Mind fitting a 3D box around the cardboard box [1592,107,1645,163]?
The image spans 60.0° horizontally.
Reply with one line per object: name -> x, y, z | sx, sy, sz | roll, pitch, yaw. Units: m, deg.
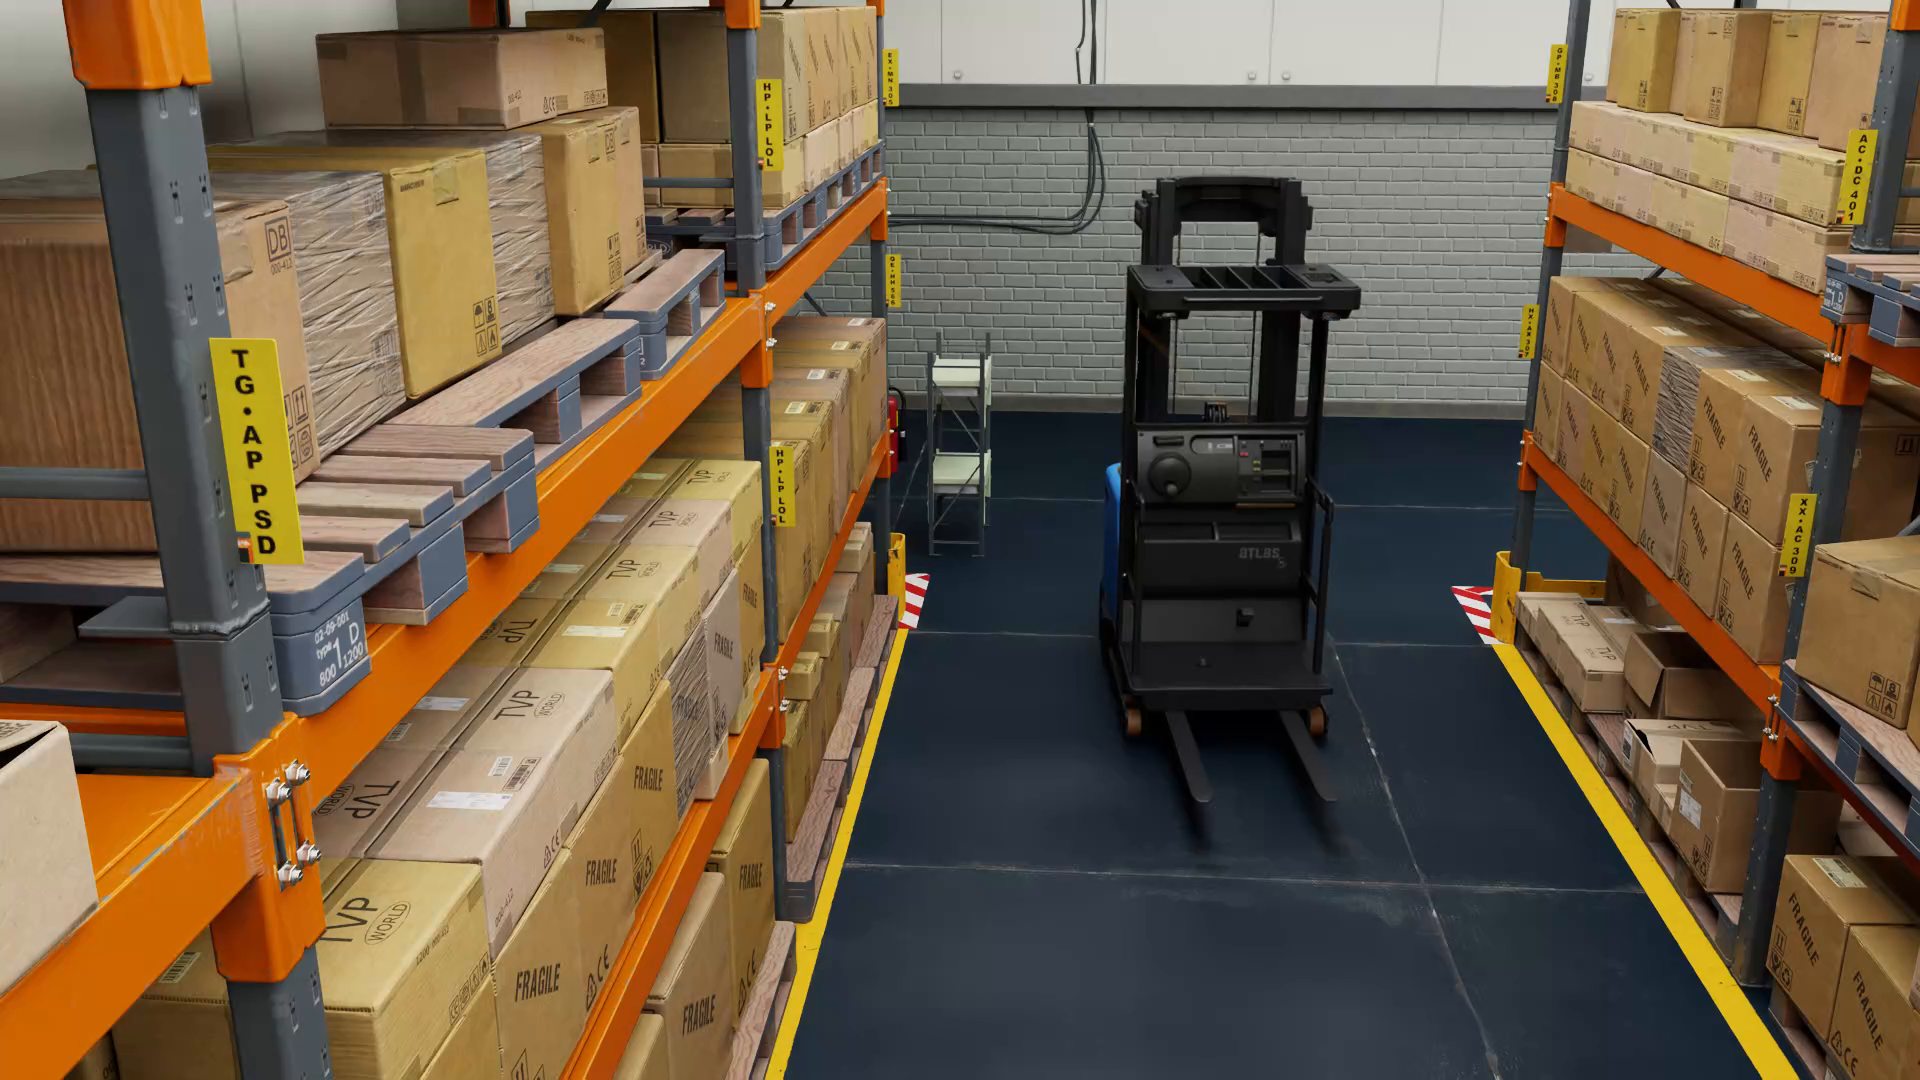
cardboard box -> 3.648, -2.121, 8.698 | 0.500, 0.250, 0.500 | 1, 18, 4

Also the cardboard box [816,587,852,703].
cardboard box -> -0.975, 0.572, 9.199 | 0.700, 0.500, 0.500 | 1, 18, 2

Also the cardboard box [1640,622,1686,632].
cardboard box -> 4.076, 0.598, 9.625 | 0.380, 0.166, 0.250 | 1, 18, 4

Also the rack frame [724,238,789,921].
rack frame -> -1.240, 0.295, 6.705 | 1.000, 3.000, 0.127 | 1, 18, 4

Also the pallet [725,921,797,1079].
pallet -> -1.220, 1.862, 6.403 | 1.003, 0.211, 1.213 | 1, 18, 4

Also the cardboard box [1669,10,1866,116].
cardboard box -> 3.918, -2.315, 8.087 | 0.700, 0.500, 0.500 | 1, 18, 4

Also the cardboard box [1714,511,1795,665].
cardboard box -> 3.481, 0.196, 6.847 | 0.500, 0.500, 0.500 | 2, 18, 5

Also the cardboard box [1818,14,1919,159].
cardboard box -> 3.698, -1.695, 6.196 | 0.700, 0.500, 0.500 | 1, 18, 4

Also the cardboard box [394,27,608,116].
cardboard box -> -1.434, -1.473, 5.212 | 0.500, 0.250, 0.500 | 3, 18, 8

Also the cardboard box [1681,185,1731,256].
cardboard box -> 3.544, -1.417, 7.354 | 0.500, 0.250, 0.500 | 1, 18, 4

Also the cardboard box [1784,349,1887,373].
cardboard box -> 4.089, -0.578, 7.603 | 0.500, 0.500, 0.500 | 1, 18, 2

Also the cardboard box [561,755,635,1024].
cardboard box -> -1.154, 0.877, 4.257 | 0.500, 0.500, 0.500 | 1, 18, 4

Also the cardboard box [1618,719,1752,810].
cardboard box -> 3.513, 1.057, 7.991 | 0.500, 0.311, 0.500 | 1, 18, 4

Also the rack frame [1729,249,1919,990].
rack frame -> 3.701, 0.405, 6.371 | 1.000, 3.000, 0.127 | 1, 18, 4

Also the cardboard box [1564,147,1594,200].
cardboard box -> 3.697, -2.038, 9.249 | 0.500, 0.250, 0.500 | 1, 18, 4

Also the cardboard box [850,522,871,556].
cardboard box -> -0.731, -0.003, 9.915 | 0.380, 0.149, 0.250 | 1, 18, 3

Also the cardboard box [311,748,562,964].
cardboard box -> -1.200, 0.681, 3.654 | 0.500, 0.250, 0.500 | 1, 18, 3

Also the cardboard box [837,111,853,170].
cardboard box -> -0.810, -1.992, 8.272 | 0.500, 0.250, 0.500 | 1, 18, 2

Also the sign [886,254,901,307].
sign -> -0.413, -1.593, 10.229 | 0.100, 0.325, 0.005 | 1, 18, 4

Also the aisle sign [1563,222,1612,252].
aisle sign -> 3.700, -2.101, 9.842 | 0.394, 0.787, 0.004 | 1, 18, 4

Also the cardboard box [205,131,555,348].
cardboard box -> -1.488, -0.787, 4.325 | 0.700, 0.500, 0.500 | 1, 18, 4

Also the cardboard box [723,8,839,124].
cardboard box -> -0.849, -2.191, 7.676 | 0.500, 0.500, 0.500 | 1, 18, 4

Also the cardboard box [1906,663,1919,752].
cardboard box -> 3.458, 0.515, 5.200 | 0.700, 0.500, 0.500 | 4, 19, 13

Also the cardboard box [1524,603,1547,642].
cardboard box -> 3.597, 0.500, 9.924 | 0.380, 0.166, 0.250 | 1, 18, 4

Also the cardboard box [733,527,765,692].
cardboard box -> -1.022, 0.246, 6.185 | 0.500, 0.500, 0.500 | 1, 18, 3

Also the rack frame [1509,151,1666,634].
rack frame -> 3.988, -0.838, 10.162 | 1.000, 3.000, 0.127 | 1, 18, 4

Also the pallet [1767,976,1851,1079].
pallet -> 3.680, 1.983, 6.032 | 1.003, 0.211, 1.213 | 1, 18, 4

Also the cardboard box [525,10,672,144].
cardboard box -> -1.423, -1.885, 6.741 | 0.500, 0.500, 0.500 | 1, 18, 3

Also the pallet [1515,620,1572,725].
pallet -> 3.926, 0.759, 9.769 | 1.003, 0.211, 1.213 | 1, 18, 4

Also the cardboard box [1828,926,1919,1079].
cardboard box -> 3.396, 1.694, 5.743 | 0.500, 0.500, 0.500 | 2, 18, 5

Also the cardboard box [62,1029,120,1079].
cardboard box -> -1.753, 0.836, 3.179 | 0.500, 0.250, 0.500 | 2, 18, 5

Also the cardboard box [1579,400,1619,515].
cardboard box -> 3.622, -0.437, 8.779 | 0.500, 0.500, 0.500 | 1, 18, 4

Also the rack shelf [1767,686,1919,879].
rack shelf -> 3.557, 1.368, 4.587 | 1.077, 0.370, 4.000 | 1, 18, 4

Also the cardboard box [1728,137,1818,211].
cardboard box -> 3.504, -1.499, 6.802 | 0.500, 0.250, 0.500 | 1, 18, 4

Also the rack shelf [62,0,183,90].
rack shelf -> -1.670, -0.160, 0.258 | 1.077, 0.370, 4.000 | 1, 18, 4

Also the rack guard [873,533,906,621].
rack guard -> -0.952, 0.233, 10.908 | 1.175, 0.500, 0.348 | 1, 18, 4

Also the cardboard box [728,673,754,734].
cardboard box -> -0.977, 0.595, 6.160 | 0.380, 0.149, 0.250 | 2, 18, 5

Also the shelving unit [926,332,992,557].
shelving unit -> 0.000, -0.711, 12.183 | 0.431, 1.500, 0.755 | 1, 18, 4

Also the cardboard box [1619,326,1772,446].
cardboard box -> 3.587, -0.753, 8.137 | 0.500, 0.500, 0.500 | 1, 18, 3

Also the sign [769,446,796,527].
sign -> -0.698, -0.208, 6.509 | 0.100, 0.325, 0.005 | 1, 18, 4

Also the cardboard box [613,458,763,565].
cardboard box -> -1.019, -0.109, 6.063 | 0.500, 0.250, 0.500 | 2, 18, 5

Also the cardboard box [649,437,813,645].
cardboard box -> -1.185, -0.015, 7.171 | 0.980, 0.700, 0.700 | 2, 18, 5

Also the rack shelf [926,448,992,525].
rack shelf -> 0.000, -0.401, 12.285 | 0.431, 0.370, 0.720 | 1, 18, 4

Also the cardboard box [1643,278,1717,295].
cardboard box -> 4.230, -1.216, 9.550 | 0.500, 0.500, 0.500 | 1, 18, 3

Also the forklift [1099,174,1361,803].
forklift -> 1.443, -0.408, 8.960 | 1.130, 2.935, 3.031 | 0, 18, -1

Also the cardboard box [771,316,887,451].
cardboard box -> -0.980, -0.931, 9.965 | 0.980, 0.700, 0.700 | 2, 18, 6

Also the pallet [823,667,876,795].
pallet -> -1.023, 1.006, 9.014 | 1.003, 0.211, 1.213 | 1, 18, 4

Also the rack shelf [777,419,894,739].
rack shelf -> -1.097, 0.016, 8.713 | 1.077, 0.370, 4.000 | 1, 18, 4
